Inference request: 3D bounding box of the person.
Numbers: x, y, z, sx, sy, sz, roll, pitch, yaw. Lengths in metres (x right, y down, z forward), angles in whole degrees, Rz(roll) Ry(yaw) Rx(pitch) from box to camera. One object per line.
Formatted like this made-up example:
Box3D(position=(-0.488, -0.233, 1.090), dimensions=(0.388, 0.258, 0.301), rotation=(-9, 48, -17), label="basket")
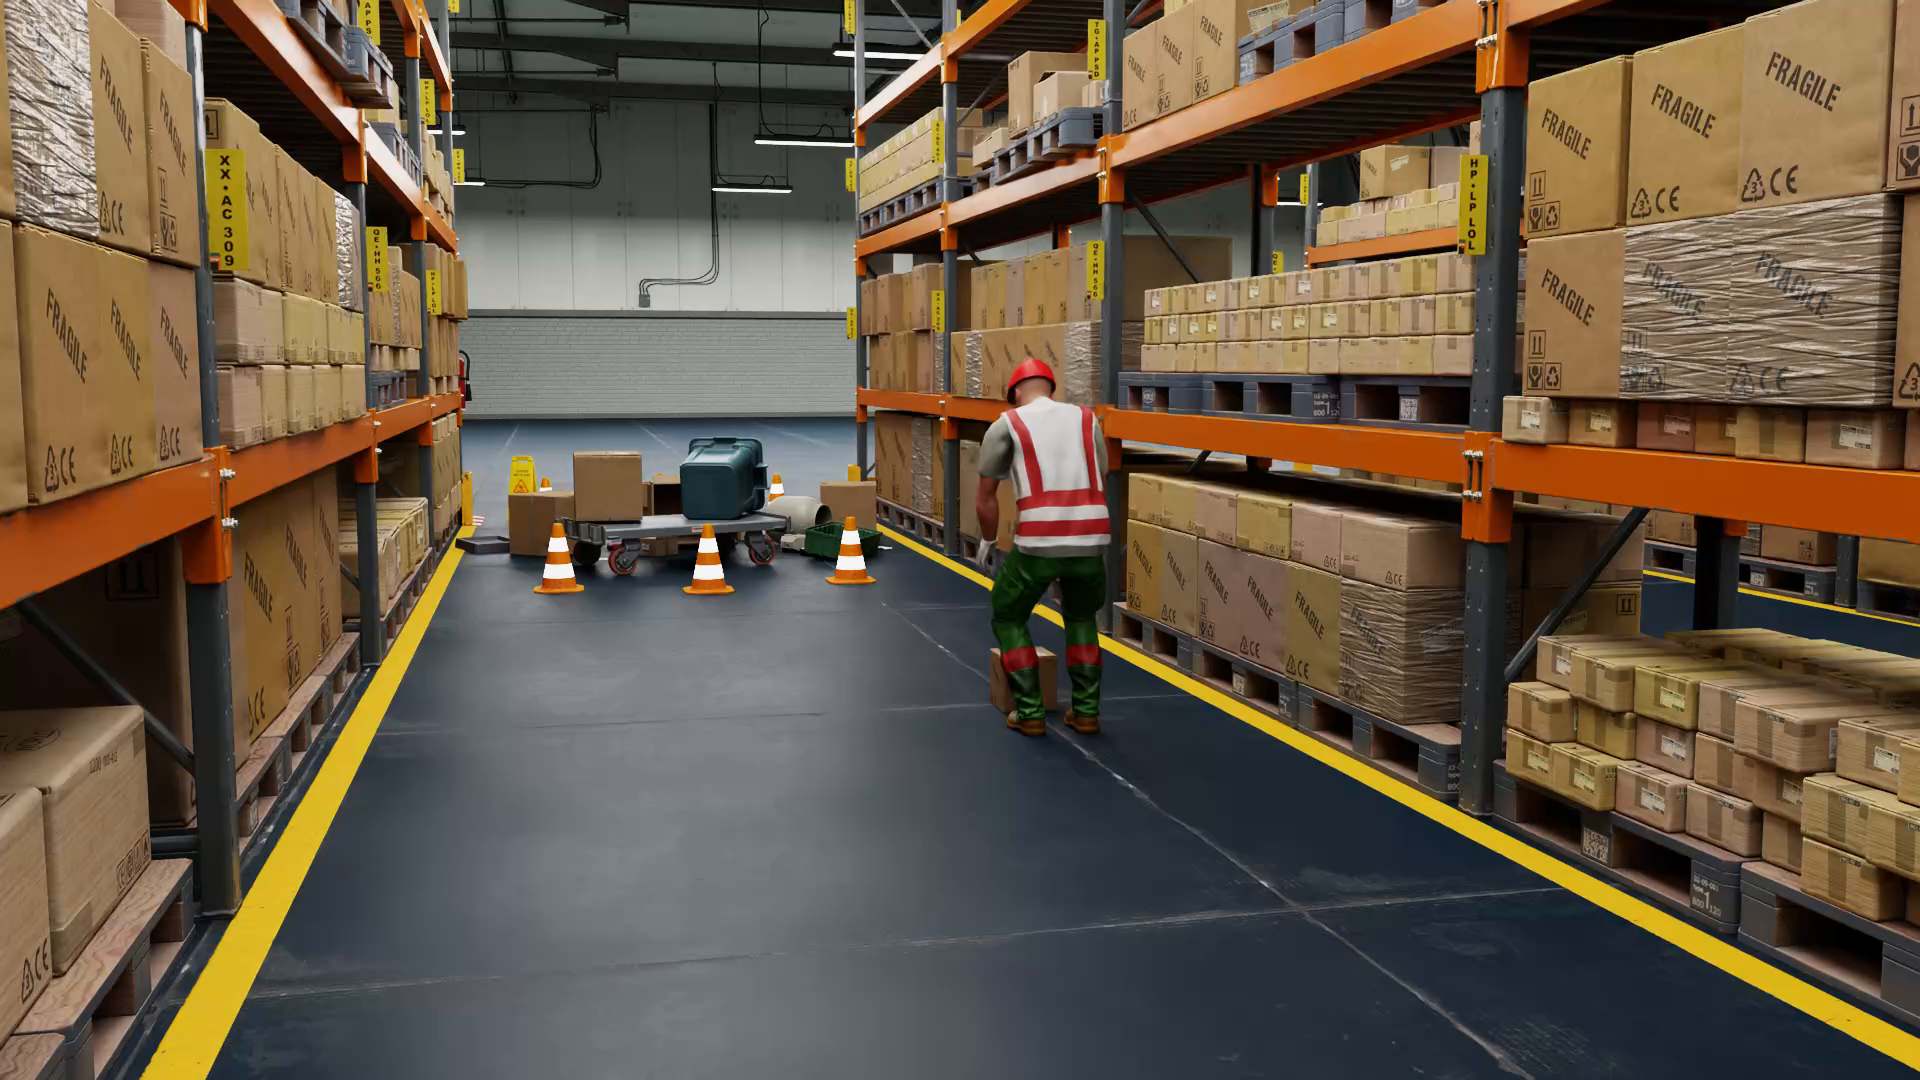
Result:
Box3D(position=(0.355, 0.022, 7.079), dimensions=(0.575, 1.578, 0.647), rotation=(-1, 6, -13), label="person")
